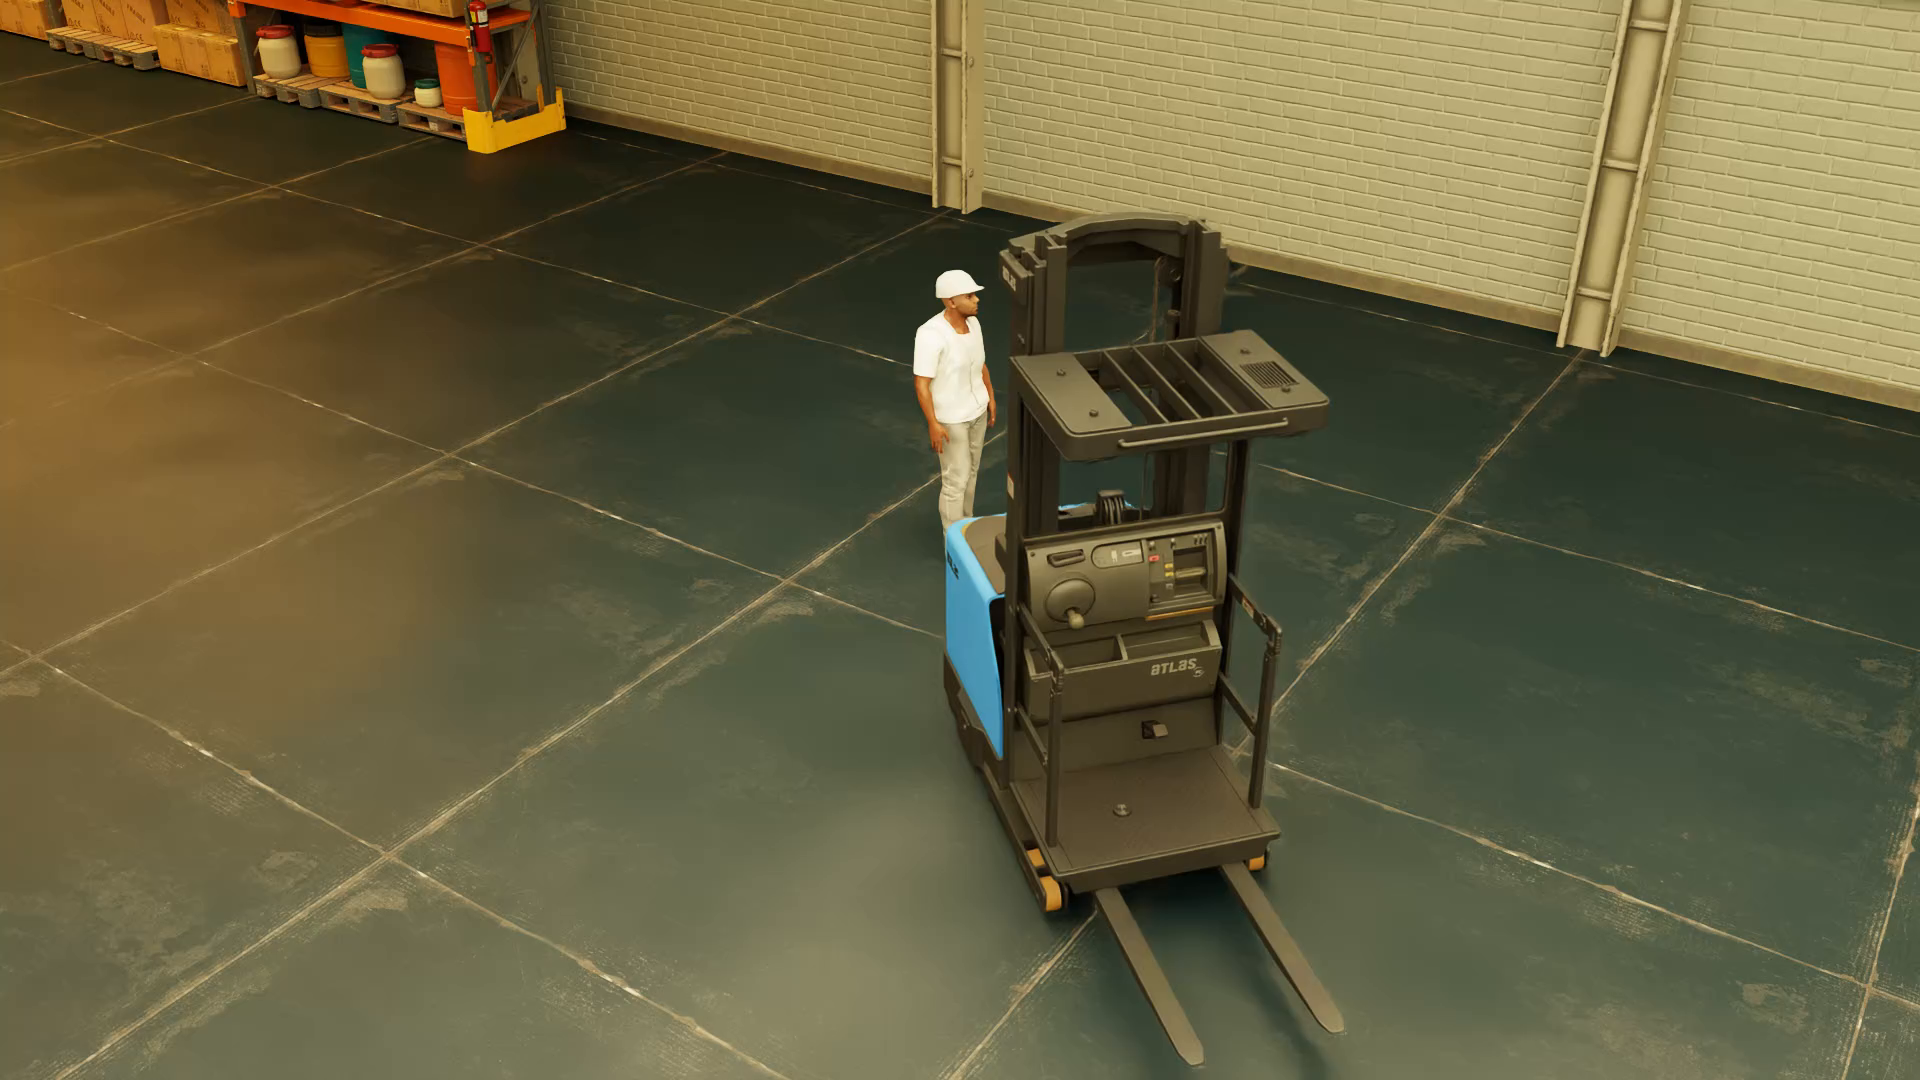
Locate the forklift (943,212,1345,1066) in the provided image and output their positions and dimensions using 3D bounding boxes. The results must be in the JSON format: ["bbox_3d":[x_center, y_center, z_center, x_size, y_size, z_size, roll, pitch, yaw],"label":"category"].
[{"bbox_3d":[0.807,0.207,7.225,1.130,2.935,3.031,-8,31,-14],"label":"forklift"}]

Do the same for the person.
[{"bbox_3d":[0.054,-0.748,10.015,0.577,1.765,0.666,19,35,29],"label":"person"}]
